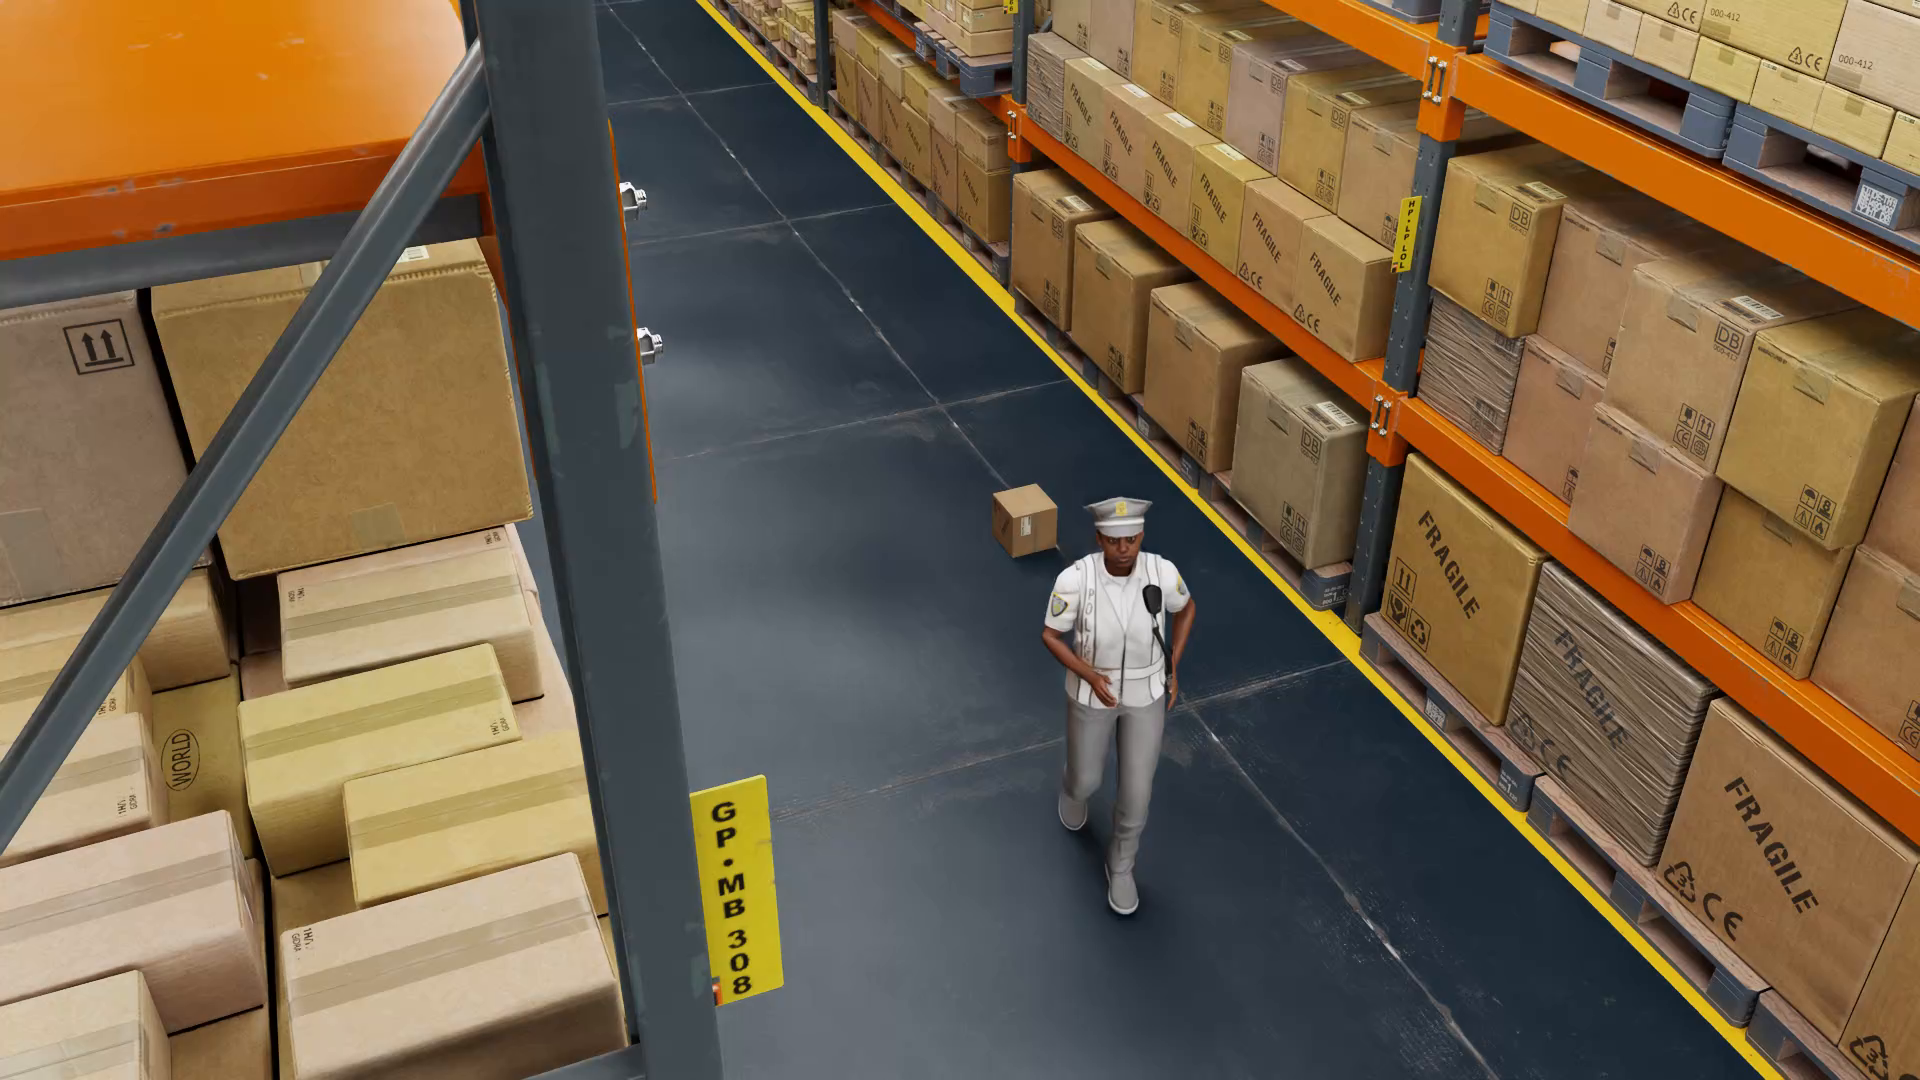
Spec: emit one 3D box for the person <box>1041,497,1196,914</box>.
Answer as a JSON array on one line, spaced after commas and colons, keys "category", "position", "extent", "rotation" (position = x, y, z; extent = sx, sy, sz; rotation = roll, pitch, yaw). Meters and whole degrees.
[{"category": "person", "position": [0.601, 0.578, 6.252], "extent": [0.592, 1.662, 0.698], "rotation": [-1, 34, -1]}]
